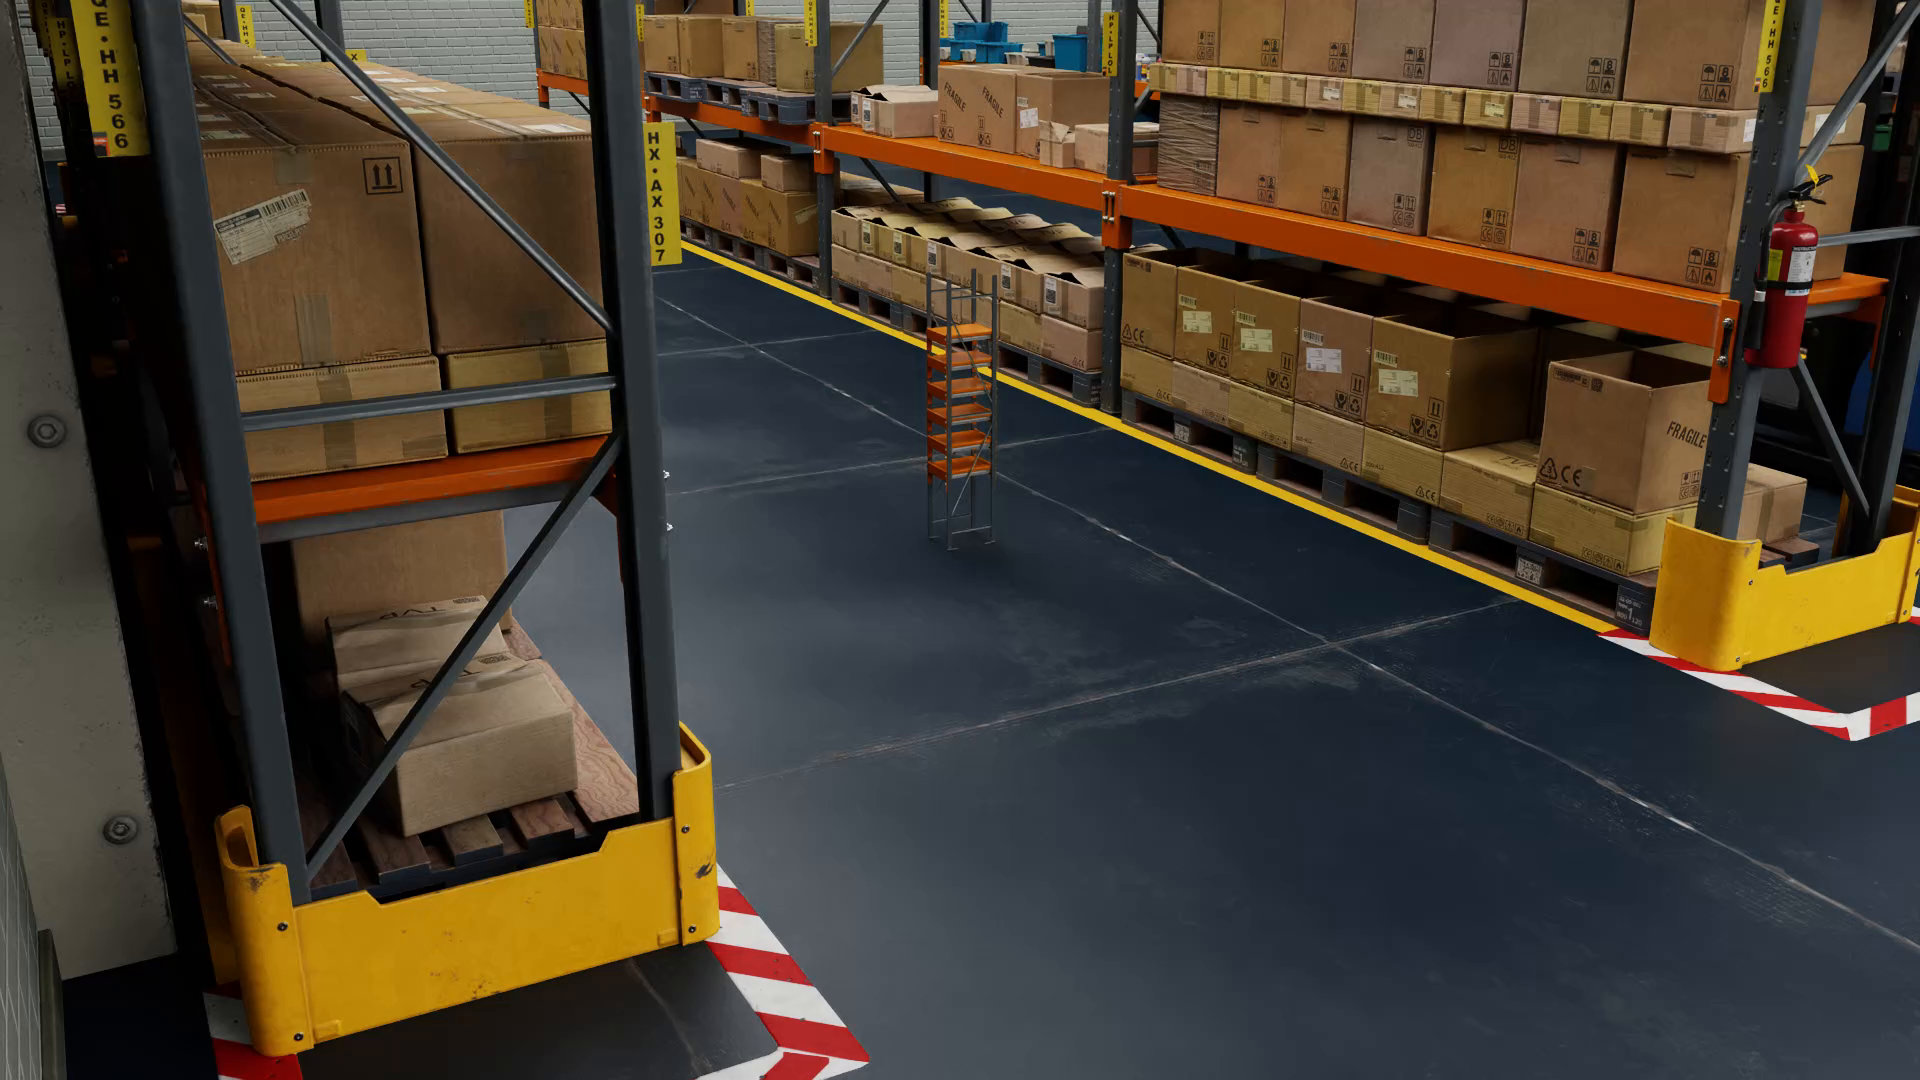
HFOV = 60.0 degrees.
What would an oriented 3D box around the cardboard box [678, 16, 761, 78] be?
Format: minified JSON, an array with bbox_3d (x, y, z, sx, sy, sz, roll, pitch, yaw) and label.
[{"bbox_3d":[-2.110,-4.409,14.844,0.700,0.500,0.500,-6,20,-18],"label":"cardboard box"}]

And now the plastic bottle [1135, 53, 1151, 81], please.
[{"bbox_3d":[1.899,-4.932,17.347,0.152,0.276,0.135,-10,21,-27],"label":"plastic bottle"}]

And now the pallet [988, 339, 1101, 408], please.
[{"bbox_3d":[0.894,-1.112,10.362,1.003,0.211,1.213,-10,21,-27],"label":"pallet"}]

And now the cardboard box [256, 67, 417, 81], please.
[{"bbox_3d":[-2.341,-1.519,6.316,0.500,0.500,0.500,-10,21,-27],"label":"cardboard box"}]

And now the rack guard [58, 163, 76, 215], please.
[{"bbox_3d":[-8.789,-3.726,17.495,1.175,0.500,0.348,-10,21,-27],"label":"rack guard"}]

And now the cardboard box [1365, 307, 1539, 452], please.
[{"bbox_3d":[2.174,-0.722,7.379,0.500,0.500,0.500,-10,21,-27],"label":"cardboard box"}]

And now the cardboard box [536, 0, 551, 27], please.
[{"bbox_3d":[-4.441,-6.021,18.628,0.500,0.500,0.500,-9,21,-25],"label":"cardboard box"}]

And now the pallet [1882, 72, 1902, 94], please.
[{"bbox_3d":[9.075,-4.254,15.486,1.003,0.211,1.213,-10,21,-27],"label":"pallet"}]

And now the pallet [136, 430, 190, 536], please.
[{"bbox_3d":[-3.450,-0.361,8.186,1.003,0.211,1.213,-10,21,-27],"label":"pallet"}]

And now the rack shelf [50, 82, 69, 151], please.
[{"bbox_3d":[-7.828,-3.987,15.521,1.077,0.370,4.000,-10,21,-27],"label":"rack shelf"}]

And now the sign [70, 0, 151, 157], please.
[{"bbox_3d":[-1.678,-0.924,3.284,0.100,0.325,0.005,-10,21,-27],"label":"sign"}]

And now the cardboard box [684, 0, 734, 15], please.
[{"bbox_3d":[-2.497,-5.220,16.306,0.500,0.500,0.500,-9,21,-25],"label":"cardboard box"}]

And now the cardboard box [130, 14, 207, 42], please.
[{"bbox_3d":[-4.623,-2.982,9.684,0.380,0.149,0.250,-14,24,-36],"label":"cardboard box"}]

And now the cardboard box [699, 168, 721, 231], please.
[{"bbox_3d":[-2.011,-3.075,14.933,0.500,0.500,0.500,-10,21,-26],"label":"cardboard box"}]

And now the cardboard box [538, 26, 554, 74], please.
[{"bbox_3d":[-4.441,-5.548,18.791,0.500,0.500,0.500,-9,21,-26],"label":"cardboard box"}]

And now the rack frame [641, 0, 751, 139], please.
[{"bbox_3d":[-2.520,-4.521,15.967,1.000,3.000,0.127,-10,21,-27],"label":"rack frame"}]

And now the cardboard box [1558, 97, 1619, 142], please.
[{"bbox_3d":[2.582,-1.659,6.524,0.380,0.149,0.250,-10,22,-27],"label":"cardboard box"}]

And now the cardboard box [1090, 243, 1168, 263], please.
[{"bbox_3d":[1.068,-1.690,10.474,0.500,0.311,0.500,-10,22,-27],"label":"cardboard box"}]

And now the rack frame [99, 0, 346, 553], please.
[{"bbox_3d":[-3.079,-1.456,7.085,1.000,3.000,0.127,-10,21,-27],"label":"rack frame"}]

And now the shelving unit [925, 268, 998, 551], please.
[{"bbox_3d":[0.007,-0.563,7.255,0.258,1.200,0.189,-10,21,-27],"label":"shelving unit"}]

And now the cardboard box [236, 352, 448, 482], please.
[{"bbox_3d":[-1.572,-0.351,4.080,0.500,0.250,0.500,-10,21,-26],"label":"cardboard box"}]

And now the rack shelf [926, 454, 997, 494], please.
[{"bbox_3d":[0.007,-0.294,7.348,0.258,0.103,0.180,-10,21,-27],"label":"rack shelf"}]

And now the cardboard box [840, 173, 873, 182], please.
[{"bbox_3d":[-1.073,-2.868,14.335,0.500,0.500,0.500,-10,22,-27],"label":"cardboard box"}]

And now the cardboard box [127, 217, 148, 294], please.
[{"bbox_3d":[-2.791,-1.083,6.202,0.500,0.250,0.500,-11,22,-28],"label":"cardboard box"}]

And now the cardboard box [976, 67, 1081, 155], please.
[{"bbox_3d":[0.440,-2.790,10.796,0.500,0.500,0.500,-10,21,-27],"label":"cardboard box"}]

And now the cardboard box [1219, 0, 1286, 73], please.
[{"bbox_3d":[1.736,-2.614,8.297,0.700,0.500,0.500,-10,21,-27],"label":"cardboard box"}]

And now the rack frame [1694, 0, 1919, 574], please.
[{"bbox_3d":[3.178,-1.076,5.984,1.000,3.000,0.127,-10,21,-27],"label":"rack frame"}]

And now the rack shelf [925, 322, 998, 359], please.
[{"bbox_3d":[0.007,-0.861,7.153,0.258,0.103,0.180,-10,21,-27],"label":"rack shelf"}]

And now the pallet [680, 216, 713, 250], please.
[{"bbox_3d":[-2.101,-2.975,15.762,1.003,0.211,1.213,-10,21,-27],"label":"pallet"}]

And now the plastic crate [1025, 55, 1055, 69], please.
[{"bbox_3d":[1.073,-5.465,19.033,0.437,0.125,0.590,-10,21,-27],"label":"plastic crate"}]

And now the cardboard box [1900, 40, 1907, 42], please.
[{"bbox_3d":[9.129,-4.604,15.770,0.396,0.266,0.258,-11,22,-28],"label":"cardboard box"}]

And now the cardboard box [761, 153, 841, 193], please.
[{"bbox_3d":[-1.302,-3.001,13.570,0.500,0.250,0.500,-9,21,-25],"label":"cardboard box"}]

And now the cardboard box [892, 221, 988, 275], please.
[{"bbox_3d":[-0.134,-2.045,11.502,0.500,0.311,0.500,-11,22,-28],"label":"cardboard box"}]

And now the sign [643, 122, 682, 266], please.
[{"bbox_3d":[-0.702,-0.801,3.859,0.100,0.325,0.005,-10,21,-27],"label":"sign"}]

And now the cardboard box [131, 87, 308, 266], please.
[{"bbox_3d":[-2.310,-1.142,5.223,0.500,0.500,0.500,-10,21,-26],"label":"cardboard box"}]

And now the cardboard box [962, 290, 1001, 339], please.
[{"bbox_3d":[0.345,-1.490,10.753,0.500,0.250,0.500,-9,21,-25],"label":"cardboard box"}]

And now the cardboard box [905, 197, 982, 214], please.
[{"bbox_3d":[-0.155,-2.424,12.602,0.500,0.311,0.500,-9,21,-25],"label":"cardboard box"}]

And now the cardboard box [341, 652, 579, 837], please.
[{"bbox_3d":[-1.429,0.543,4.740,0.500,0.311,0.500,-13,23,-33],"label":"cardboard box"}]

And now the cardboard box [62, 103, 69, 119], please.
[{"bbox_3d":[-6.866,-3.422,13.136,0.380,0.149,0.250,-11,22,-28],"label":"cardboard box"}]

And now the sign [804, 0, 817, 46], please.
[{"bbox_3d":[-1.094,-3.796,12.212,0.100,0.325,0.005,-10,21,-27],"label":"sign"}]

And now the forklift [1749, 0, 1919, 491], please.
[{"bbox_3d":[4.560,-1.822,8.249,1.130,2.935,3.031,-8,21,-22],"label":"forklift"}]

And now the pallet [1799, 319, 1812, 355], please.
[{"bbox_3d":[5.922,-1.473,11.409,1.003,0.211,1.213,-10,21,-27],"label":"pallet"}]

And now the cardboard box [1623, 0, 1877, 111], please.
[{"bbox_3d":[2.942,-1.888,6.194,0.700,0.500,0.500,-10,21,-26],"label":"cardboard box"}]

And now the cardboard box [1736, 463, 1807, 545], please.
[{"bbox_3d":[3.119,-0.163,6.910,0.500,0.250,0.500,-10,21,-27],"label":"cardboard box"}]

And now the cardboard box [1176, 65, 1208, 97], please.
[{"bbox_3d":[1.355,-2.399,8.670,0.380,0.149,0.250,-10,21,-26],"label":"cardboard box"}]

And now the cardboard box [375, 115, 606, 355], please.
[{"bbox_3d":[-1.142,-0.785,4.188,0.500,0.500,0.500,-10,21,-27],"label":"cardboard box"}]

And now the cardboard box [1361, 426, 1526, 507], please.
[{"bbox_3d":[2.176,-0.368,7.503,0.500,0.250,0.500,-10,21,-27],"label":"cardboard box"}]

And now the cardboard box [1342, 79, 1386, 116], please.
[{"bbox_3d":[1.974,-2.027,7.592,0.380,0.149,0.250,-10,21,-27],"label":"cardboard box"}]

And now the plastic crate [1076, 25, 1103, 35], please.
[{"bbox_3d":[1.637,-5.641,19.022,0.402,0.464,0.583,-10,21,-27],"label":"plastic crate"}]

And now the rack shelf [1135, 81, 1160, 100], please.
[{"bbox_3d":[2.790,-4.373,16.641,1.077,0.370,4.000,-10,21,-27],"label":"rack shelf"}]

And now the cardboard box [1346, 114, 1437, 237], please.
[{"bbox_3d":[2.230,-1.703,7.648,0.700,0.500,0.500,-9,21,-25],"label":"cardboard box"}]

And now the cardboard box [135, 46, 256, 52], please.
[{"bbox_3d":[-4.136,-2.372,8.911,0.700,0.500,0.500,-10,21,-27],"label":"cardboard box"}]

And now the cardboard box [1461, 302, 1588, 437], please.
[{"bbox_3d":[2.631,-0.803,7.613,0.500,0.500,0.500,-10,21,-27],"label":"cardboard box"}]

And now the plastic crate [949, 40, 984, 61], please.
[{"bbox_3d":[0.081,-6.074,20.632,0.416,0.233,0.300,-10,21,-27],"label":"plastic crate"}]
